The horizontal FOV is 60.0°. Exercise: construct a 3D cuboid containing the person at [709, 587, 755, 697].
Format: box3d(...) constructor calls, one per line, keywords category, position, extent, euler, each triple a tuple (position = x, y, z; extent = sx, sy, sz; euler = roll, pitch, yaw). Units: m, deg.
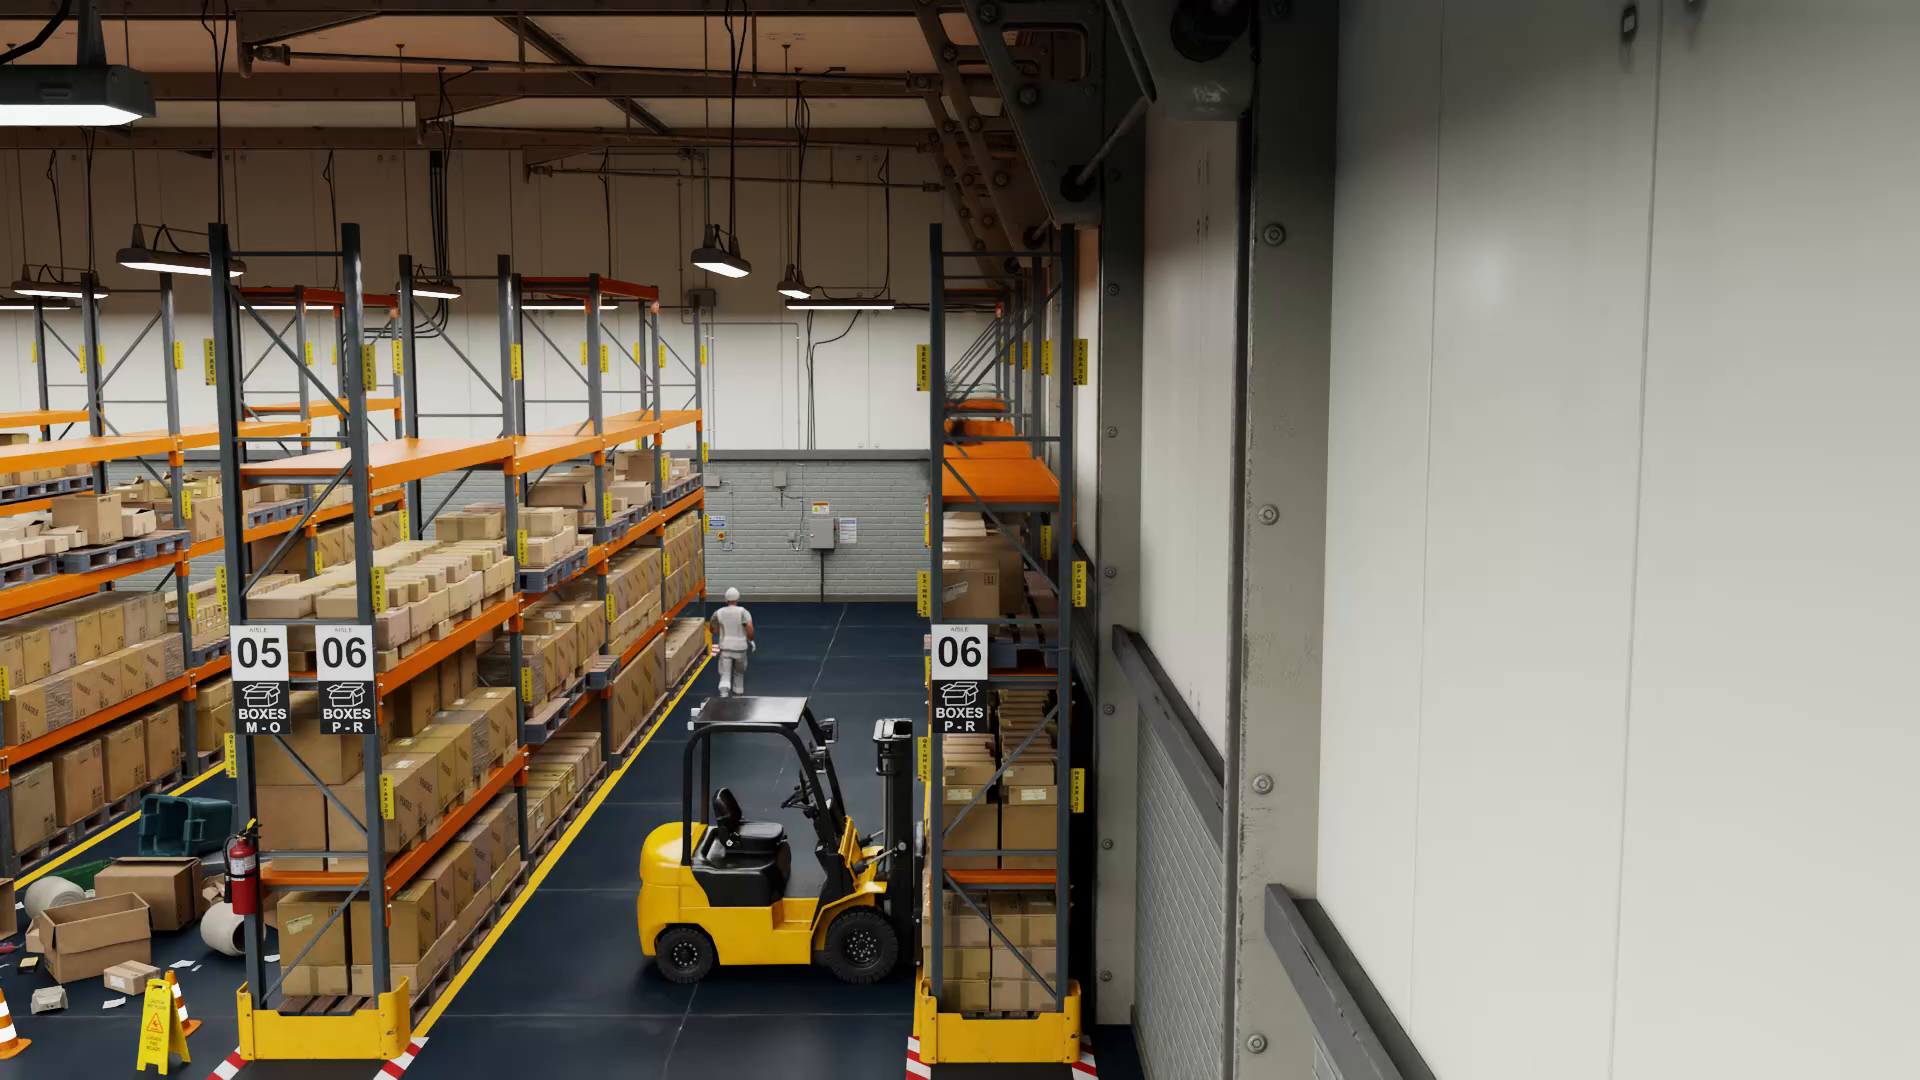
box3d(category="person", position=(-3.182, 1.543, 23.210), extent=(0.661, 1.769, 0.993), euler=(0, 7, 0))
